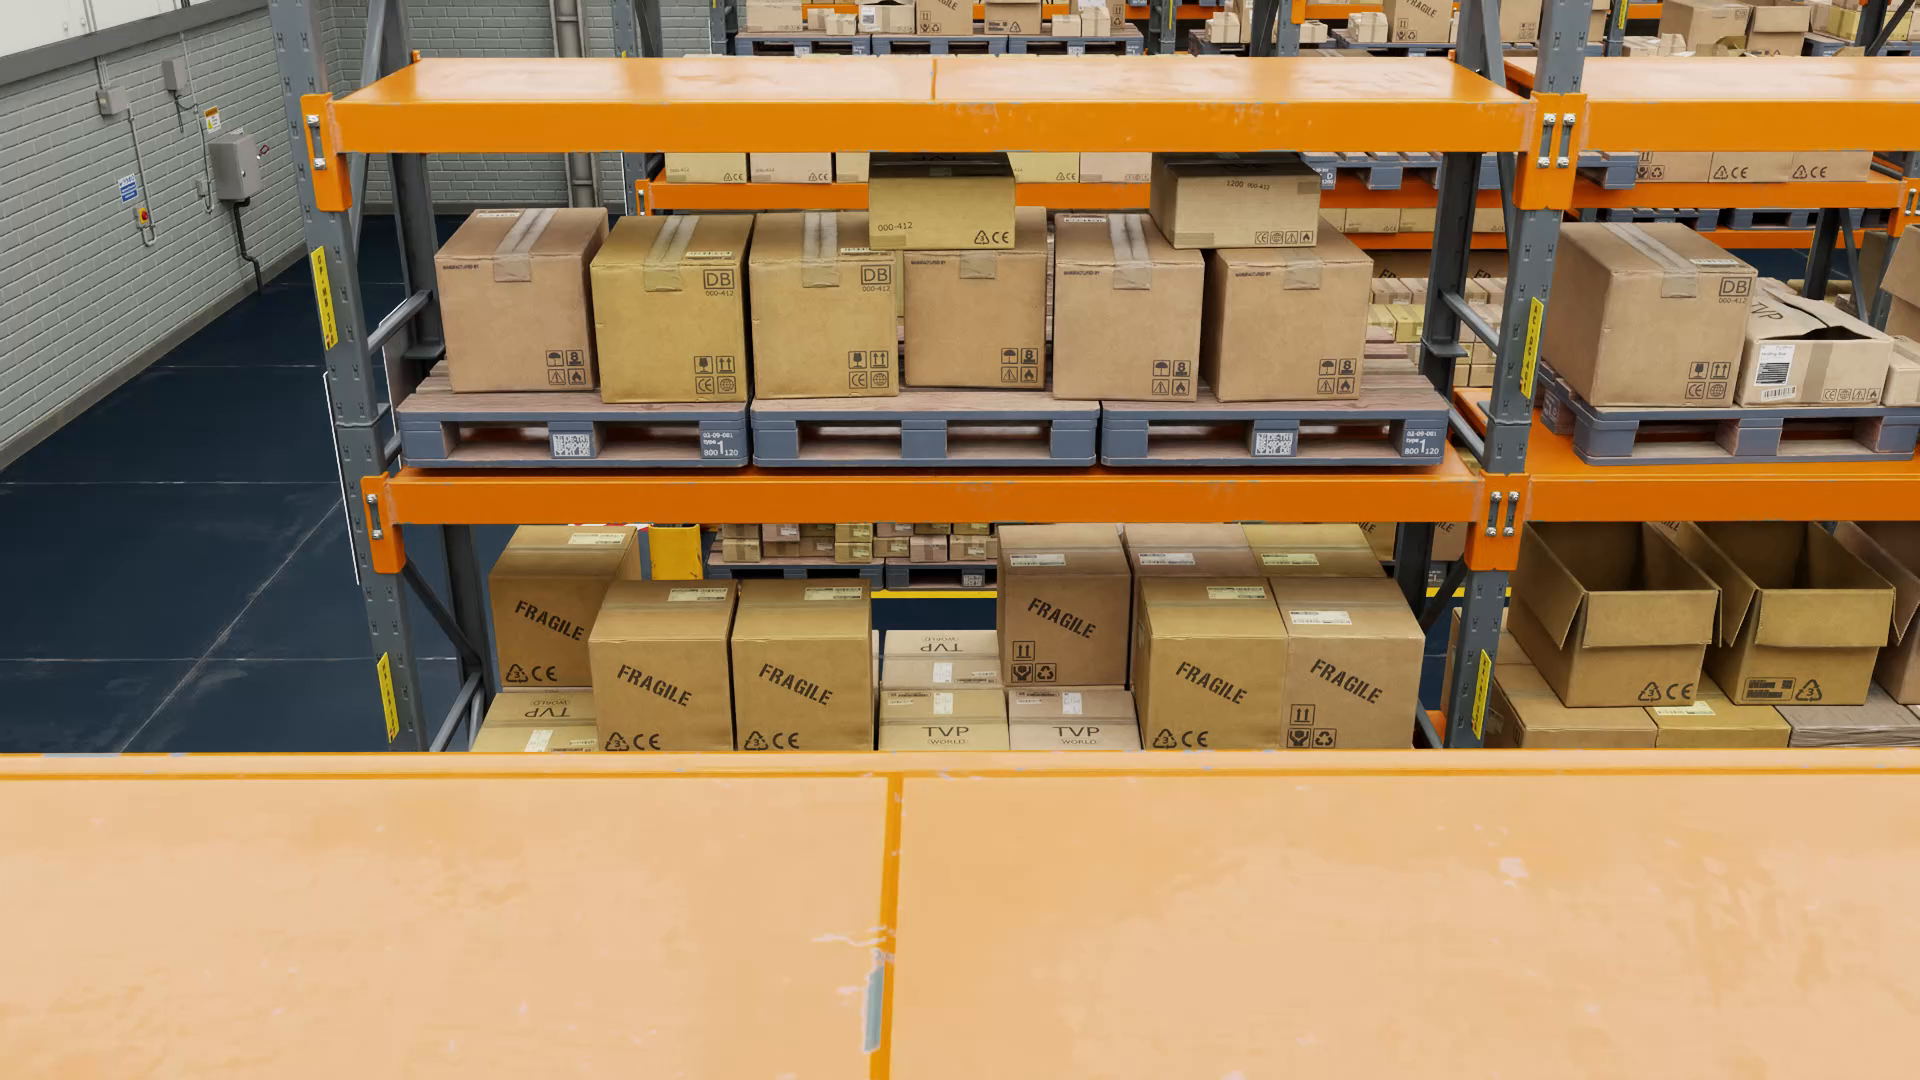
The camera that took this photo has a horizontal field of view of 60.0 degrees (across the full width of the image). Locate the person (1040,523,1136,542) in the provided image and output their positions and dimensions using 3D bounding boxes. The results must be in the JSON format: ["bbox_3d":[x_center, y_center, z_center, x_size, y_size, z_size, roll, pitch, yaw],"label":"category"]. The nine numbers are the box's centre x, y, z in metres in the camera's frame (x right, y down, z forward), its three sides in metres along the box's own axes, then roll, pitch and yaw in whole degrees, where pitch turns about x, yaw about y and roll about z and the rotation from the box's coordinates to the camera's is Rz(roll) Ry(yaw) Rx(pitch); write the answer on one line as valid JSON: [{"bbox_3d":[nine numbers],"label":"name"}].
[{"bbox_3d":[0.761,-0.041,10.100,0.632,1.770,0.574,3,24,8],"label":"person"}]
